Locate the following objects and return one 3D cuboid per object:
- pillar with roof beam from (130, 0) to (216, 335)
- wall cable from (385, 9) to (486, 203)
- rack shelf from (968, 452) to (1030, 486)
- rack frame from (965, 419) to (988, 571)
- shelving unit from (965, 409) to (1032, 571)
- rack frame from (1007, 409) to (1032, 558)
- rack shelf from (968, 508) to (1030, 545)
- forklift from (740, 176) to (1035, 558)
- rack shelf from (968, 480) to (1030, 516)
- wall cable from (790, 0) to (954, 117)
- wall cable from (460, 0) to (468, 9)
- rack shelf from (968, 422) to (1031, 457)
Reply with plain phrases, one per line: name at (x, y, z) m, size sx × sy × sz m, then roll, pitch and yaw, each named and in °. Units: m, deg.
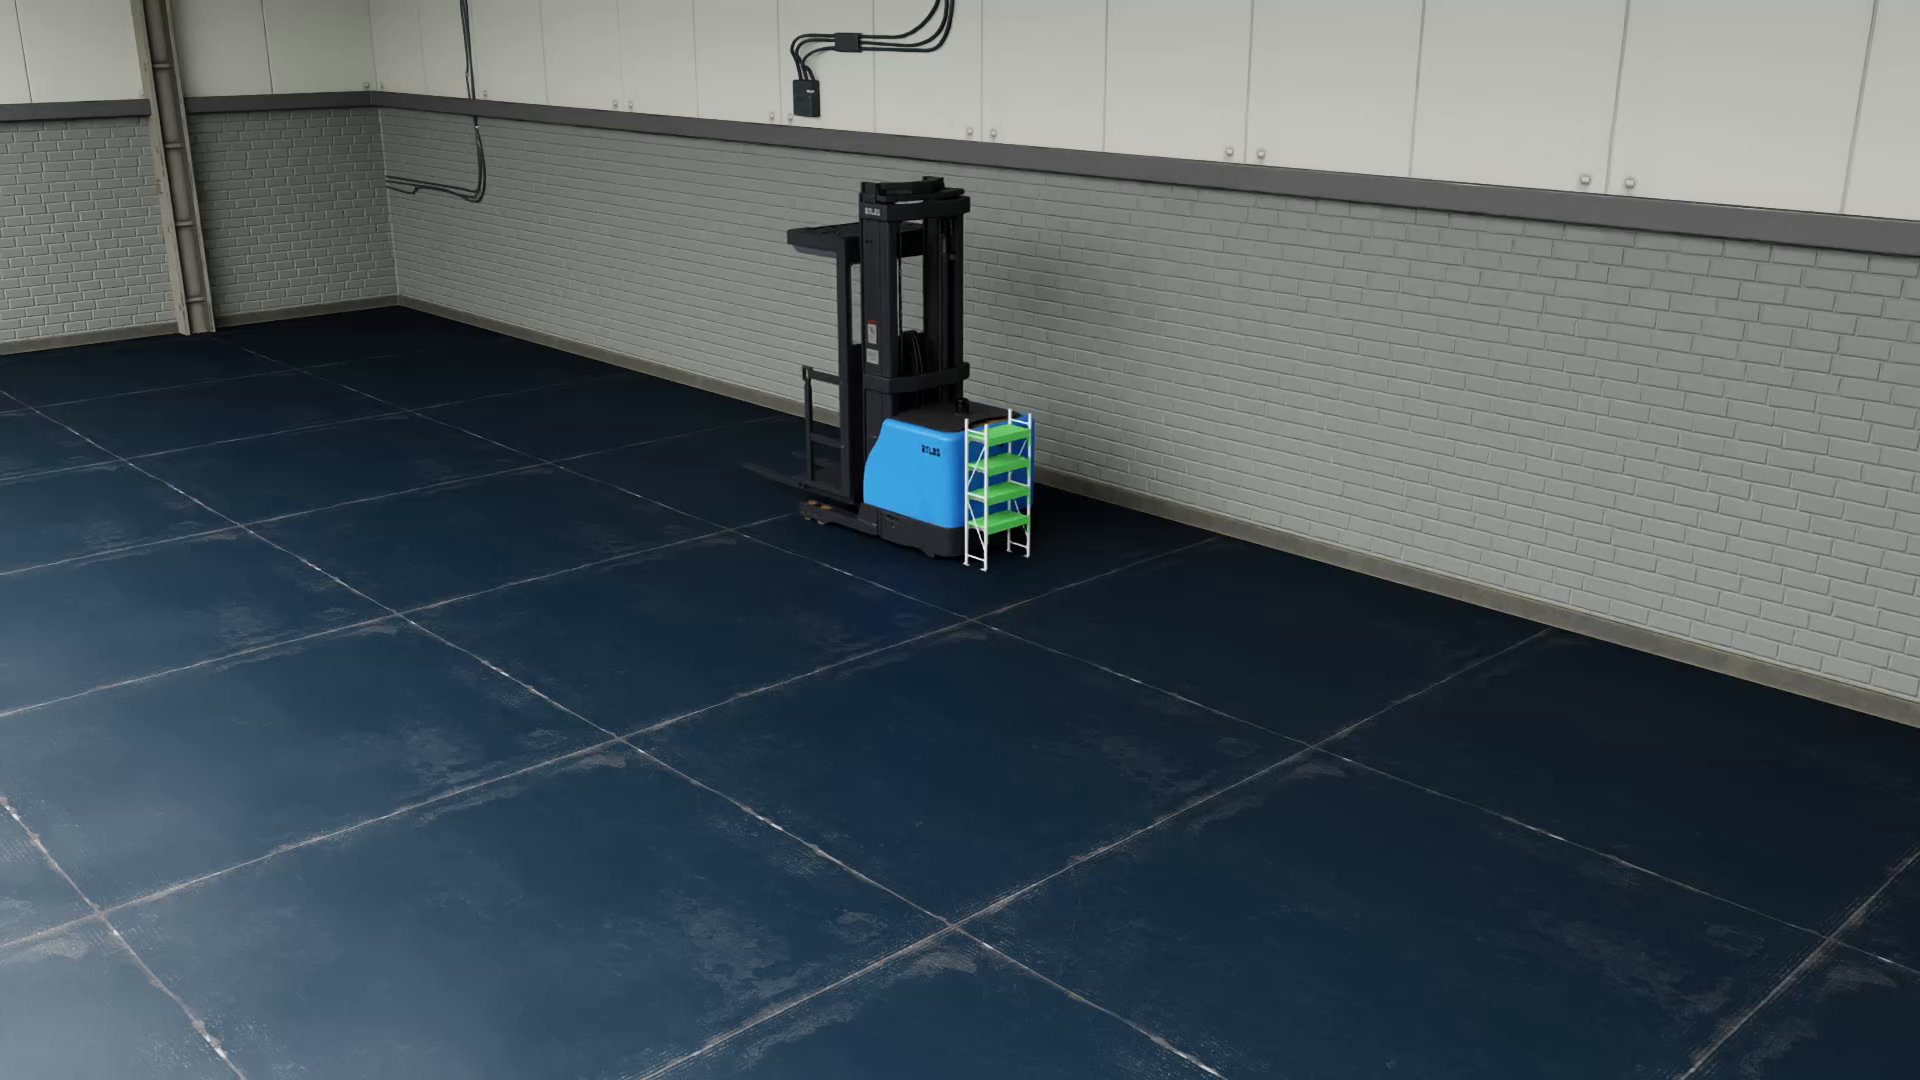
pillar with roof beam at (-7.485, -6.165, 18.408) m, size 0.400 × 9.000 × 9.100 m, roll -16°, pitch 24°, yaw -41°
wall cable at (-7.394, -5.980, 22.873) m, size 0.112 × 2.526 × 3.097 m, roll -16°, pitch 24°, yaw -41°
rack shelf at (0.303, -0.569, 13.221) m, size 0.480 × 0.148 × 0.258 m, roll -17°, pitch 24°, yaw -41°
rack frame at (0.128, -0.349, 13.115) m, size 0.015 × 1.200 × 0.240 m, roll -17°, pitch 24°, yaw -41°
shelving unit at (0.303, -0.401, 13.276) m, size 0.503 × 1.200 × 0.258 m, roll -17°, pitch 24°, yaw -41°
rack frame at (0.479, -0.453, 13.437) m, size 0.015 × 1.200 × 0.240 m, roll -17°, pitch 24°, yaw -41°
rack shelf at (0.303, -0.112, 13.370) m, size 0.480 × 0.148 × 0.258 m, roll -17°, pitch 24°, yaw -41°
forklift at (-0.756, -1.622, 14.235) m, size 1.130 × 2.935 × 3.031 m, roll -17°, pitch 24°, yaw -41°
rack shelf at (0.303, -0.340, 13.296) m, size 0.480 × 0.148 × 0.258 m, roll -17°, pitch 24°, yaw -41°
wall cable at (-0.883, -6.944, 15.298) m, size 0.169 × 6.003 × 2.305 m, roll -16°, pitch 24°, yaw -41°
wall cable at (-5.535, -7.776, 20.225) m, size 0.112 × 2.526 × 3.097 m, roll -16°, pitch 24°, yaw -41°
rack shelf at (0.303, -0.797, 13.147) m, size 0.480 × 0.148 × 0.258 m, roll -17°, pitch 24°, yaw -41°
